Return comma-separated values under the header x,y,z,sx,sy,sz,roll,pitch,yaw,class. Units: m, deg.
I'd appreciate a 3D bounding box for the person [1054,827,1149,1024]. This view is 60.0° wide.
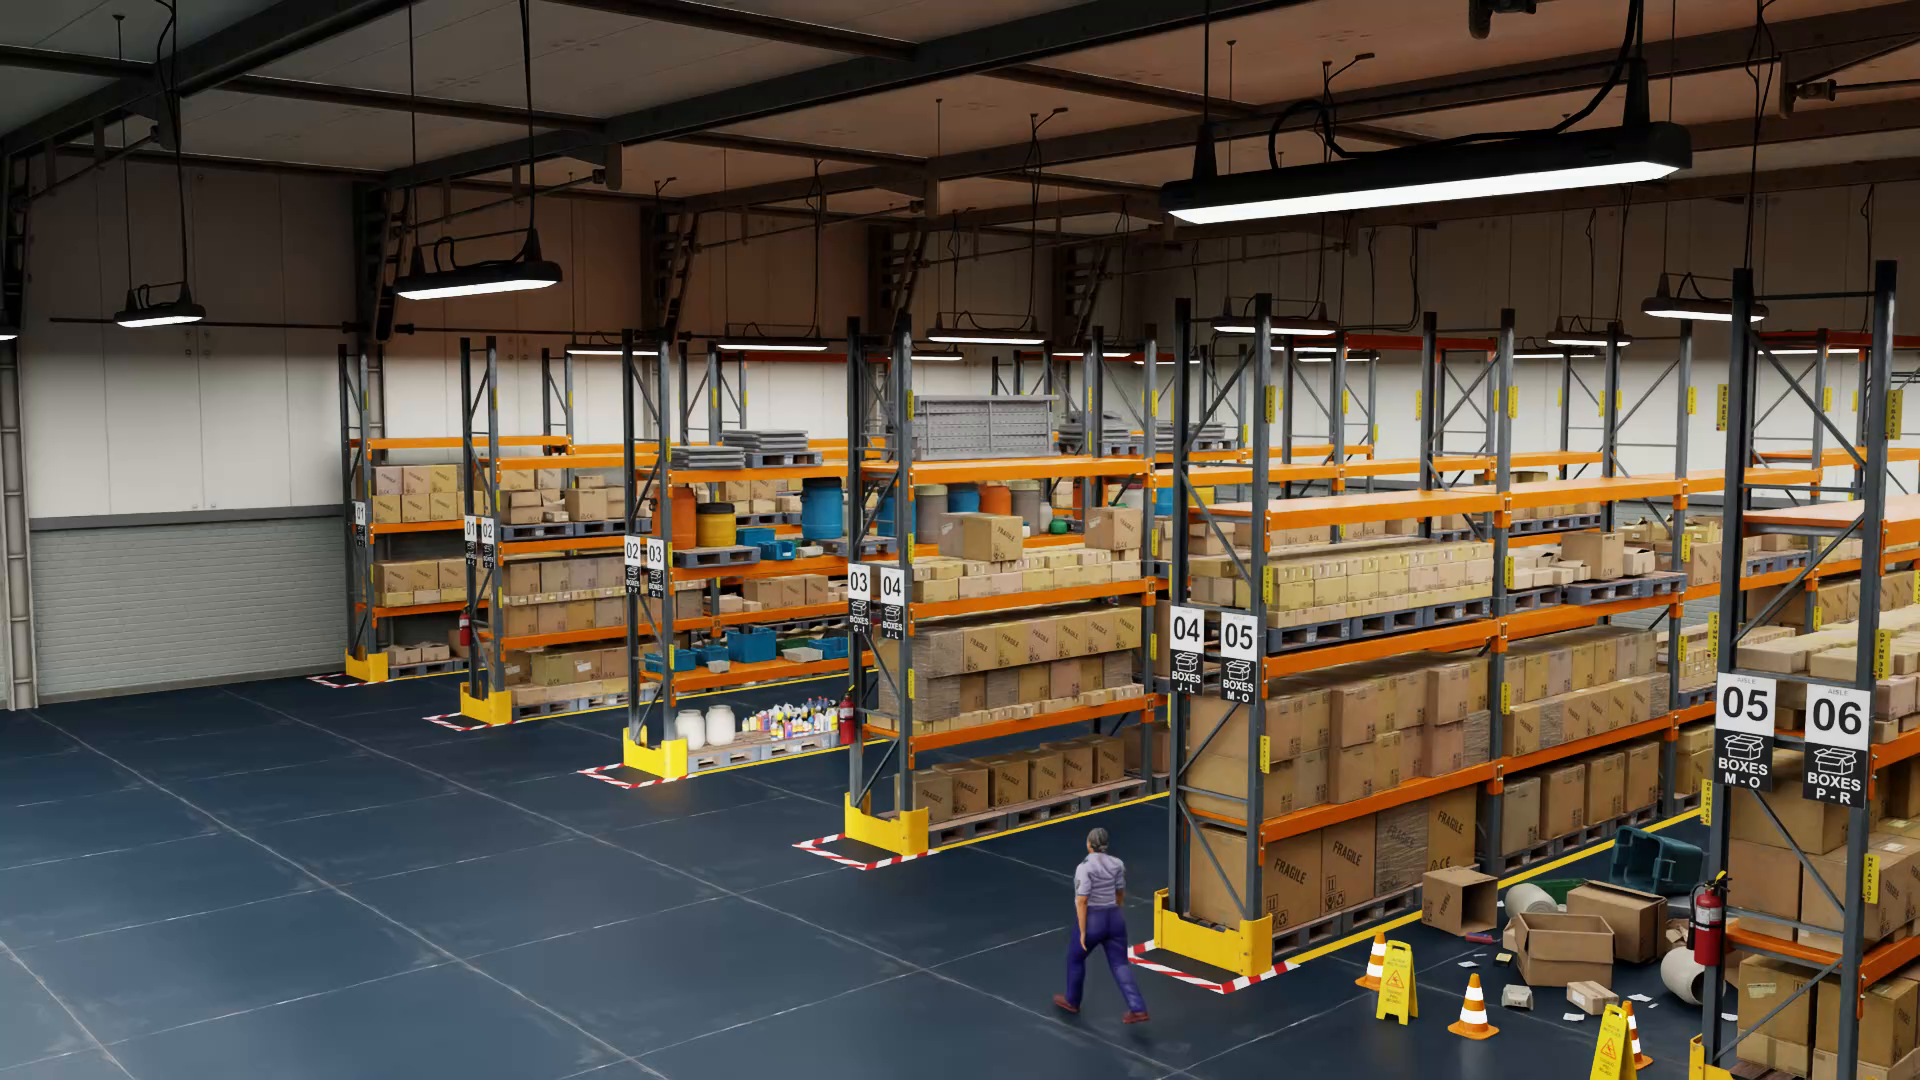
x,y,z,sx,sy,sz,roll,pitch,yaw,class
1.146,3.143,13.594,0.484,1.598,1.016,-3,6,-30,person
